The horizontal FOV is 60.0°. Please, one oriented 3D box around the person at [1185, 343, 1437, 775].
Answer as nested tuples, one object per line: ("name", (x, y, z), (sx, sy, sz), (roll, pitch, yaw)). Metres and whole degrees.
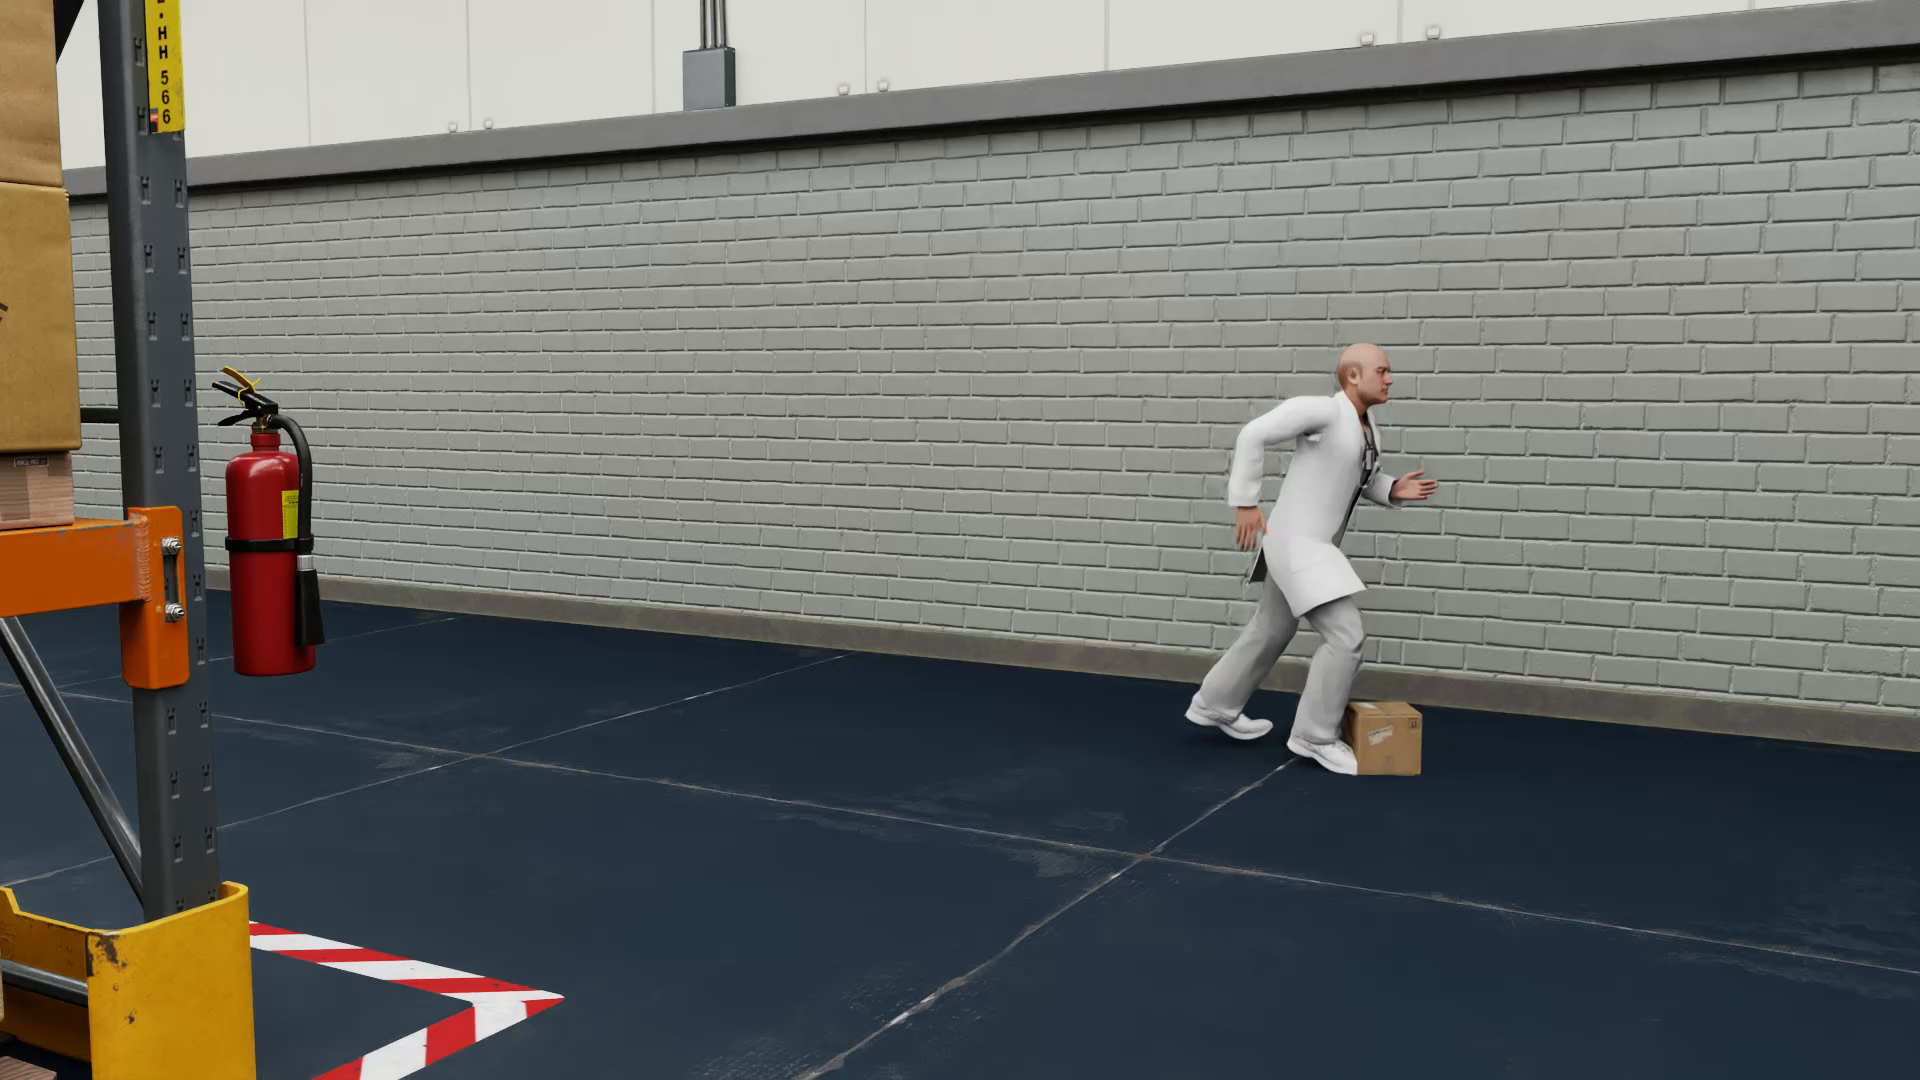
("person", (1.408, 0.064, 6.778), (1.016, 1.720, 0.693), (3, 6, 24))
